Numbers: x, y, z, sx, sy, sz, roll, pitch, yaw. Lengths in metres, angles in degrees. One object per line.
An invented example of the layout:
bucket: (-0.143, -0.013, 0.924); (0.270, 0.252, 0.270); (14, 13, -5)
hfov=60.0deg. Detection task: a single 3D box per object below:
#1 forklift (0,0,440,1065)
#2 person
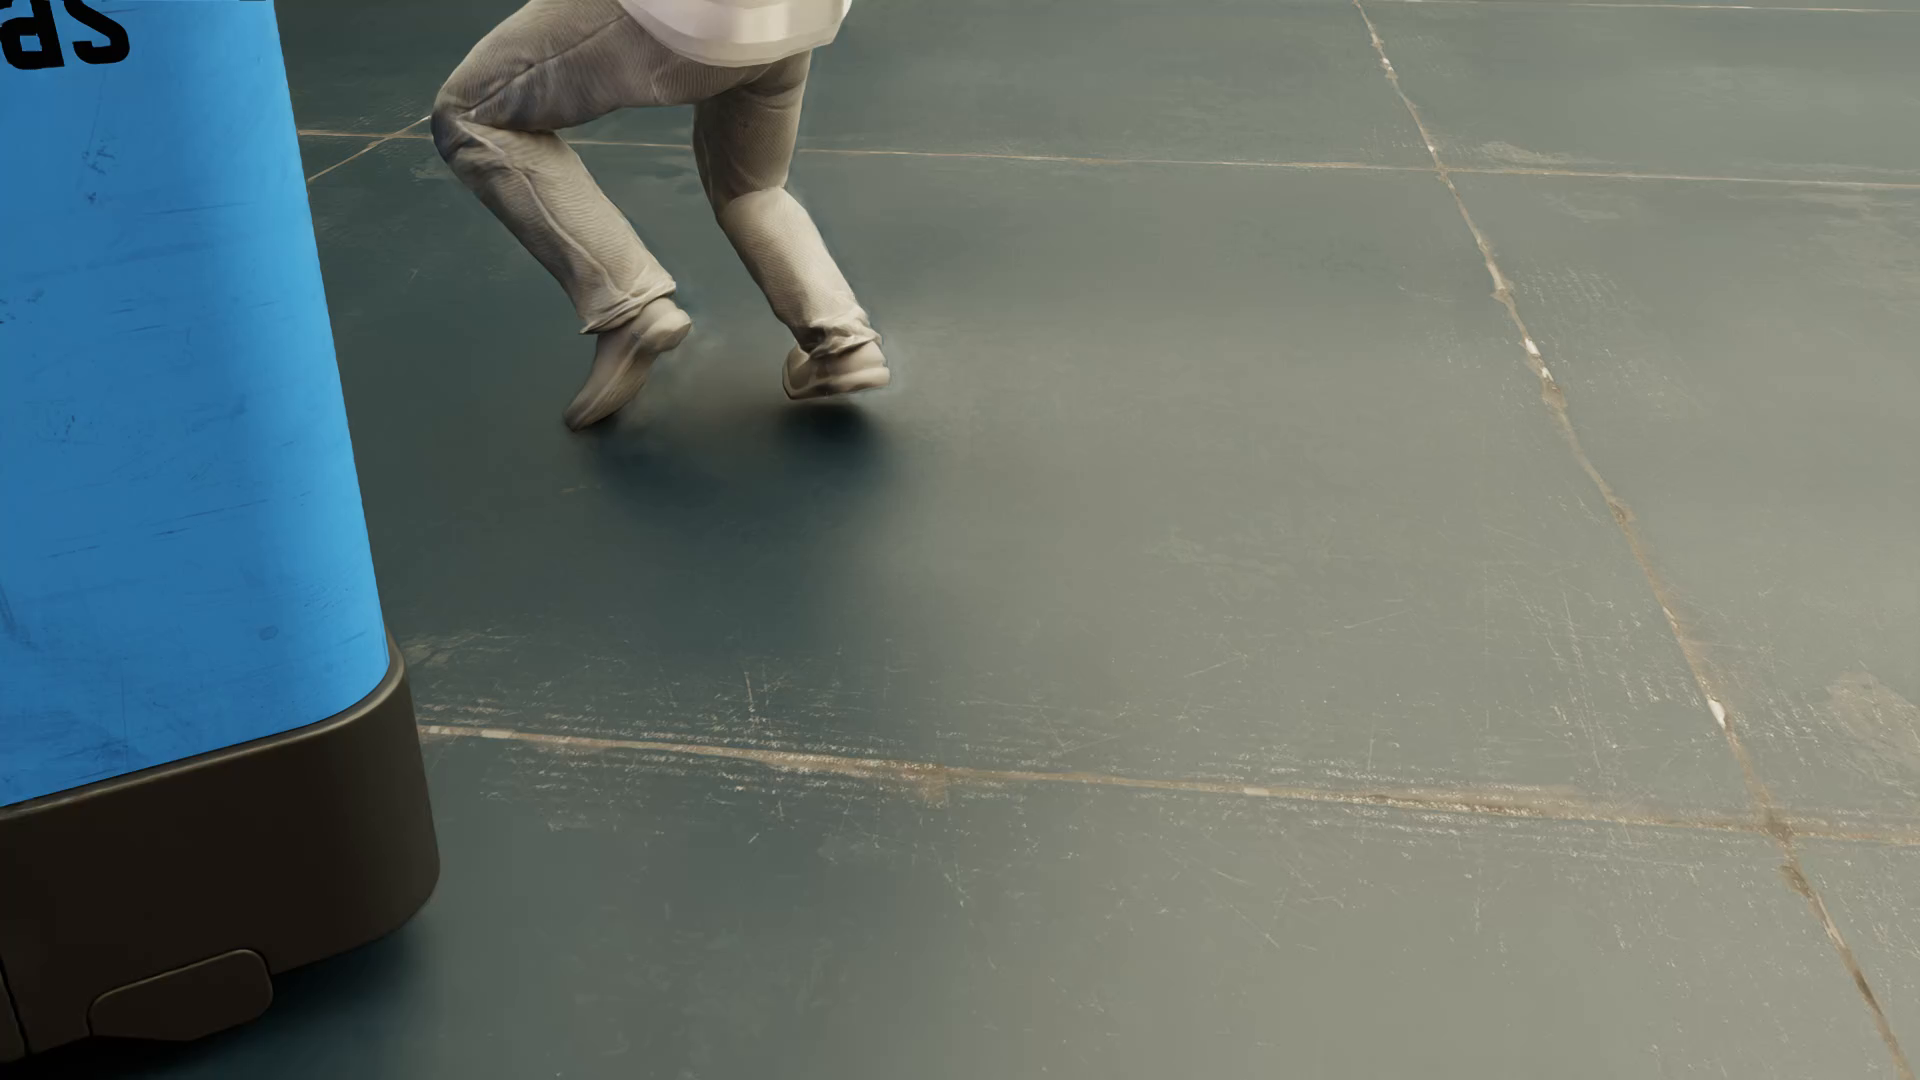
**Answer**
forklift: (-2.050, -0.742, 0.705); (3.031, 2.935, 1.130); (-15, 30, -27)
person: (-0.511, -0.893, 2.477); (0.832, 1.663, 1.137); (20, 33, 34)
